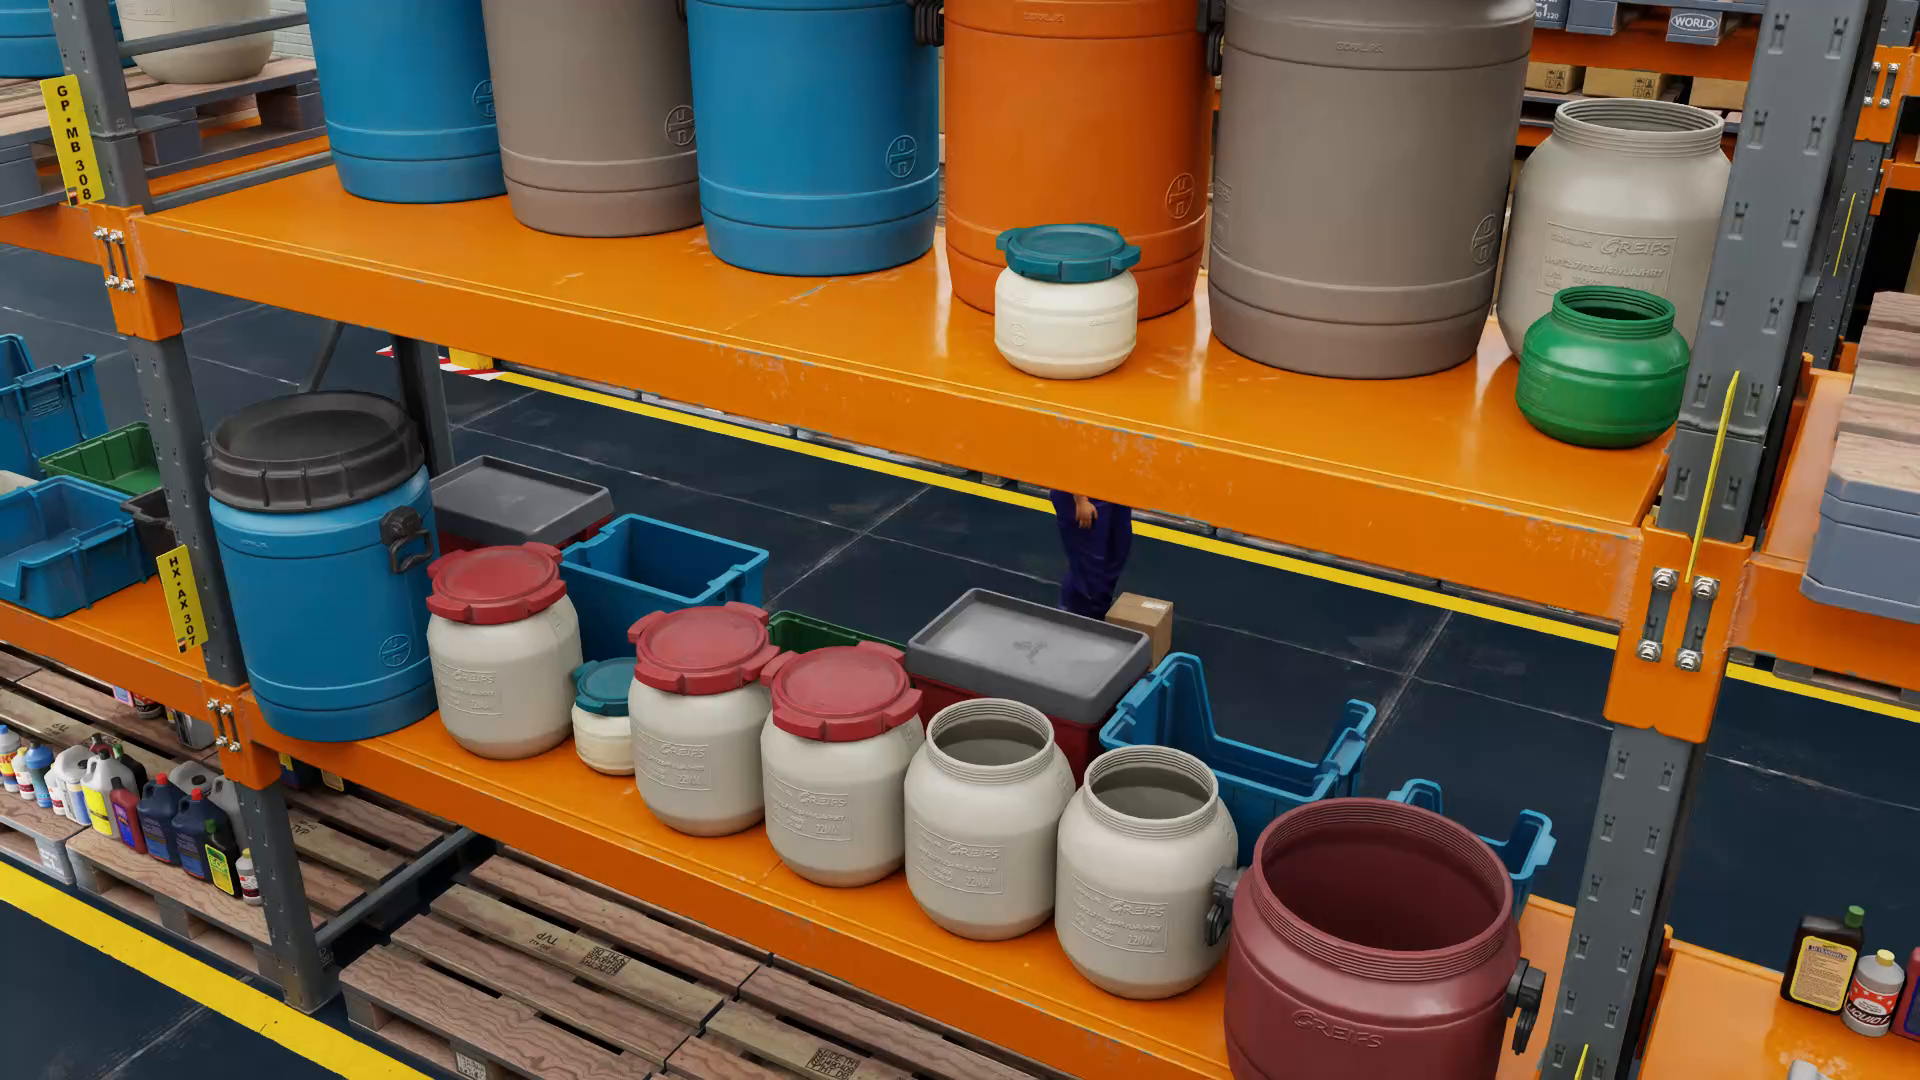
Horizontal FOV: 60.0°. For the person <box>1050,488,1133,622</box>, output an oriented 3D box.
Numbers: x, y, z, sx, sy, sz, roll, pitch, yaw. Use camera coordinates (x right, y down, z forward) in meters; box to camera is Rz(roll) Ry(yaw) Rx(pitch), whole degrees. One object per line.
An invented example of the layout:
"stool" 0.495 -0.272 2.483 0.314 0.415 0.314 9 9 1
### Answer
"person" 0.628 -0.238 7.611 0.371 1.639 0.538 15 30 26
